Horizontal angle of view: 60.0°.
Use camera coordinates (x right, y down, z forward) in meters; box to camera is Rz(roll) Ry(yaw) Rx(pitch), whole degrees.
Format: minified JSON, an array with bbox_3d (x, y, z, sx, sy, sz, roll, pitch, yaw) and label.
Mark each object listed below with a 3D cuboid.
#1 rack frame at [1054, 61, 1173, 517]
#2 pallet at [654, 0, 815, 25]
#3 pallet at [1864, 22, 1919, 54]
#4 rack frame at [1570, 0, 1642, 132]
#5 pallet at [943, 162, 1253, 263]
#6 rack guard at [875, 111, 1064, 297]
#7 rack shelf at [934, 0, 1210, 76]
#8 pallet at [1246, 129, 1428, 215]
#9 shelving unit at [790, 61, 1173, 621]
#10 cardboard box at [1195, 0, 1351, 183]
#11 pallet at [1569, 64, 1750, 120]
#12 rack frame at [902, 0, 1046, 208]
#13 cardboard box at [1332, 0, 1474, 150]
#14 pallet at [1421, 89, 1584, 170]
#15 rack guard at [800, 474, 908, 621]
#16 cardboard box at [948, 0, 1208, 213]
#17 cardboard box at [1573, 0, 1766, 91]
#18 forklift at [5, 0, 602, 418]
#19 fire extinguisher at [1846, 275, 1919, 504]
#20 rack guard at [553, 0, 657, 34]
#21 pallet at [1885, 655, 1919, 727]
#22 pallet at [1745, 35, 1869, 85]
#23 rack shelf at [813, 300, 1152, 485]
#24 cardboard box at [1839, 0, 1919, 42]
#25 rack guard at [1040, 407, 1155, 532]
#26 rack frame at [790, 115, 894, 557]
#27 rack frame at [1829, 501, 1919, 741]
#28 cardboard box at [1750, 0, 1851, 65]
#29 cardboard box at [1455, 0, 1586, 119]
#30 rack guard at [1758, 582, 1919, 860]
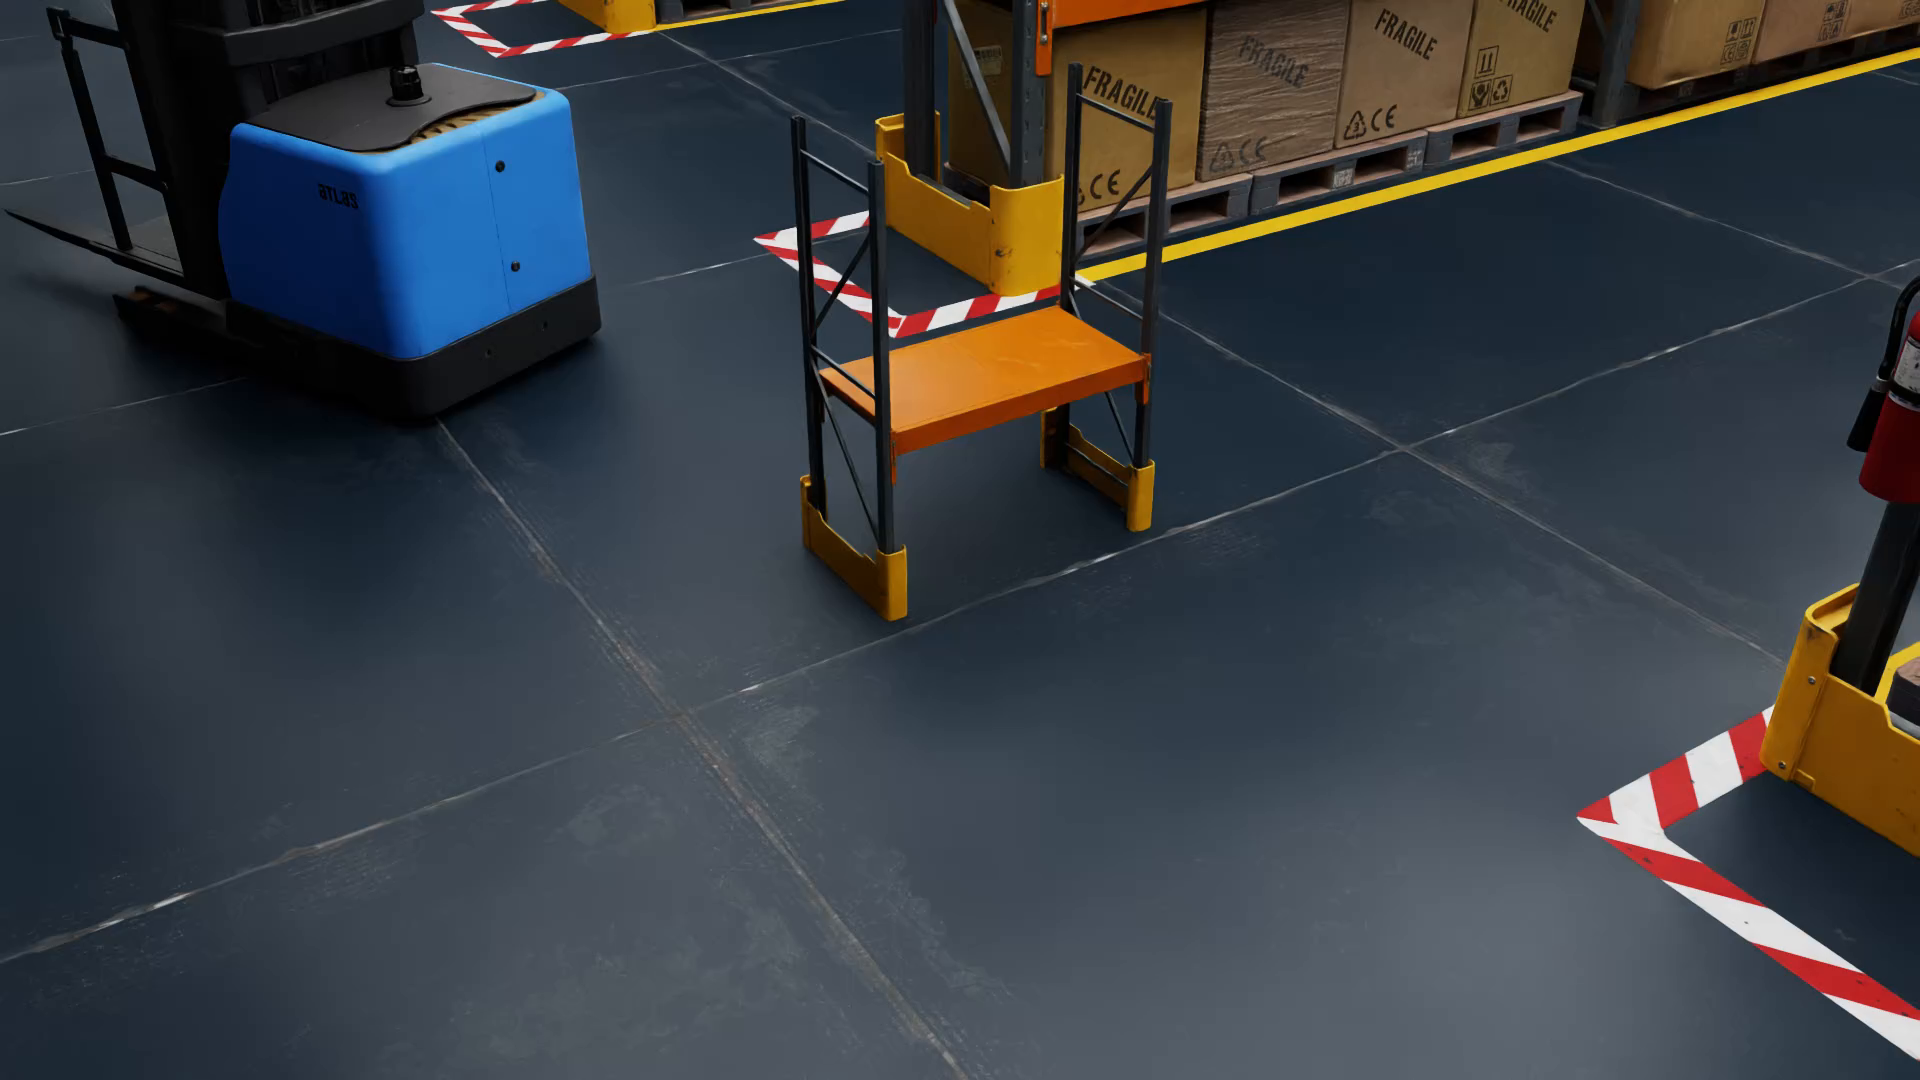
[{"bbox_3d":[0.499,-0.806,5.622,0.032,1.500,0.500,-19,37,-27],"label":"rack frame"},{"bbox_3d":[-1.788,-3.981,11.864,1.213,0.211,1.003,-19,37,-27],"label":"pallet"},{"bbox_3d":[6.069,-3.605,11.268,1.213,0.211,1.003,-19,37,-27],"label":"pallet"},{"bbox_3d":[3.411,-3.823,8.998,0.127,3.000,1.000,-19,37,-27],"label":"rack frame"},{"bbox_3d":[0.678,-1.753,8.331,1.213,0.211,1.003,-19,37,-27],"label":"pallet"},{"bbox_3d":[0.028,-1.602,7.821,0.348,0.500,1.175,-19,37,-27],"label":"rack guard"},{"bbox_3d":[1.730,-2.940,8.274,4.000,0.370,1.077,-19,37,-27],"label":"rack shelf"},{"bbox_3d":[1.703,-2.104,8.887,1.213,0.211,1.003,-19,37,-27],"label":"pallet"},{"bbox_3d":[0.064,-0.656,5.385,1.083,1.500,0.587,-19,37,-27],"label":"shelving unit"},{"bbox_3d":[1.308,-2.429,8.387,0.875,0.875,0.875,-19,37,-27],"label":"cardboard box"},{"bbox_3d":[4.018,-2.900,10.150,1.213,0.211,1.003,-19,37,-27],"label":"pallet"},{"bbox_3d":[0.049,-2.666,7.165,0.127,3.000,1.000,-19,37,-27],"label":"rack frame"},{"bbox_3d":[2.056,-2.687,8.795,0.875,0.875,0.875,-19,37,-27],"label":"cardboard box"},{"bbox_3d":[2.729,-2.459,9.450,1.213,0.211,1.003,-19,37,-27],"label":"pallet"},{"bbox_3d":[-0.355,0.016,5.490,0.087,0.250,0.587,-19,37,-27],"label":"rack guard"},{"bbox_3d":[0.543,-2.166,7.970,0.875,0.875,0.875,-19,37,-27],"label":"cardboard box"},{"bbox_3d":[3.938,-3.296,9.761,0.875,0.875,1.225,-19,37,-27],"label":"cardboard box"},{"bbox_3d":[-3.030,-2.306,6.659,3.031,2.935,1.130,19,37,28],"label":"forklift"},{"bbox_3d":[2.359,-0.415,4.019,0.183,0.674,0.296,-19,37,-27],"label":"fire extinguisher"},{"bbox_3d":[-2.490,-3.885,11.439,0.348,0.500,1.175,-19,37,-27],"label":"rack guard"},{"bbox_3d":[3.446,0.513,4.739,1.213,0.211,1.003,-19,37,-27],"label":"pallet"},{"bbox_3d":[5.045,-3.255,10.712,1.213,0.211,1.003,-19,37,-27],"label":"pallet"},{"bbox_3d":[0.072,-0.507,5.485,1.000,0.185,0.538,-19,37,-27],"label":"rack shelf"},{"bbox_3d":[5.428,-3.814,10.582,0.875,0.875,1.225,-19,37,-27],"label":"cardboard box"},{"bbox_3d":[0.483,-0.272,5.946,0.087,0.250,0.587,-19,37,-27],"label":"rack guard"},{"bbox_3d":[-0.356,-0.512,5.156,0.032,1.500,0.500,-19,37,-27],"label":"rack frame"},{"bbox_3d":[2.732,-0.445,3.644,0.127,3.000,1.000,-19,37,-27],"label":"rack frame"},{"bbox_3d":[4.688,-3.554,10.171,0.875,0.875,1.225,-20,38,-29],"label":"cardboard box"},{"bbox_3d":[2.813,-2.947,9.208,0.875,0.875,0.875,-19,37,-27],"label":"cardboard box"},{"bbox_3d":[2.719,0.625,4.291,0.348,0.500,1.175,-19,37,-27],"label":"rack guard"}]
